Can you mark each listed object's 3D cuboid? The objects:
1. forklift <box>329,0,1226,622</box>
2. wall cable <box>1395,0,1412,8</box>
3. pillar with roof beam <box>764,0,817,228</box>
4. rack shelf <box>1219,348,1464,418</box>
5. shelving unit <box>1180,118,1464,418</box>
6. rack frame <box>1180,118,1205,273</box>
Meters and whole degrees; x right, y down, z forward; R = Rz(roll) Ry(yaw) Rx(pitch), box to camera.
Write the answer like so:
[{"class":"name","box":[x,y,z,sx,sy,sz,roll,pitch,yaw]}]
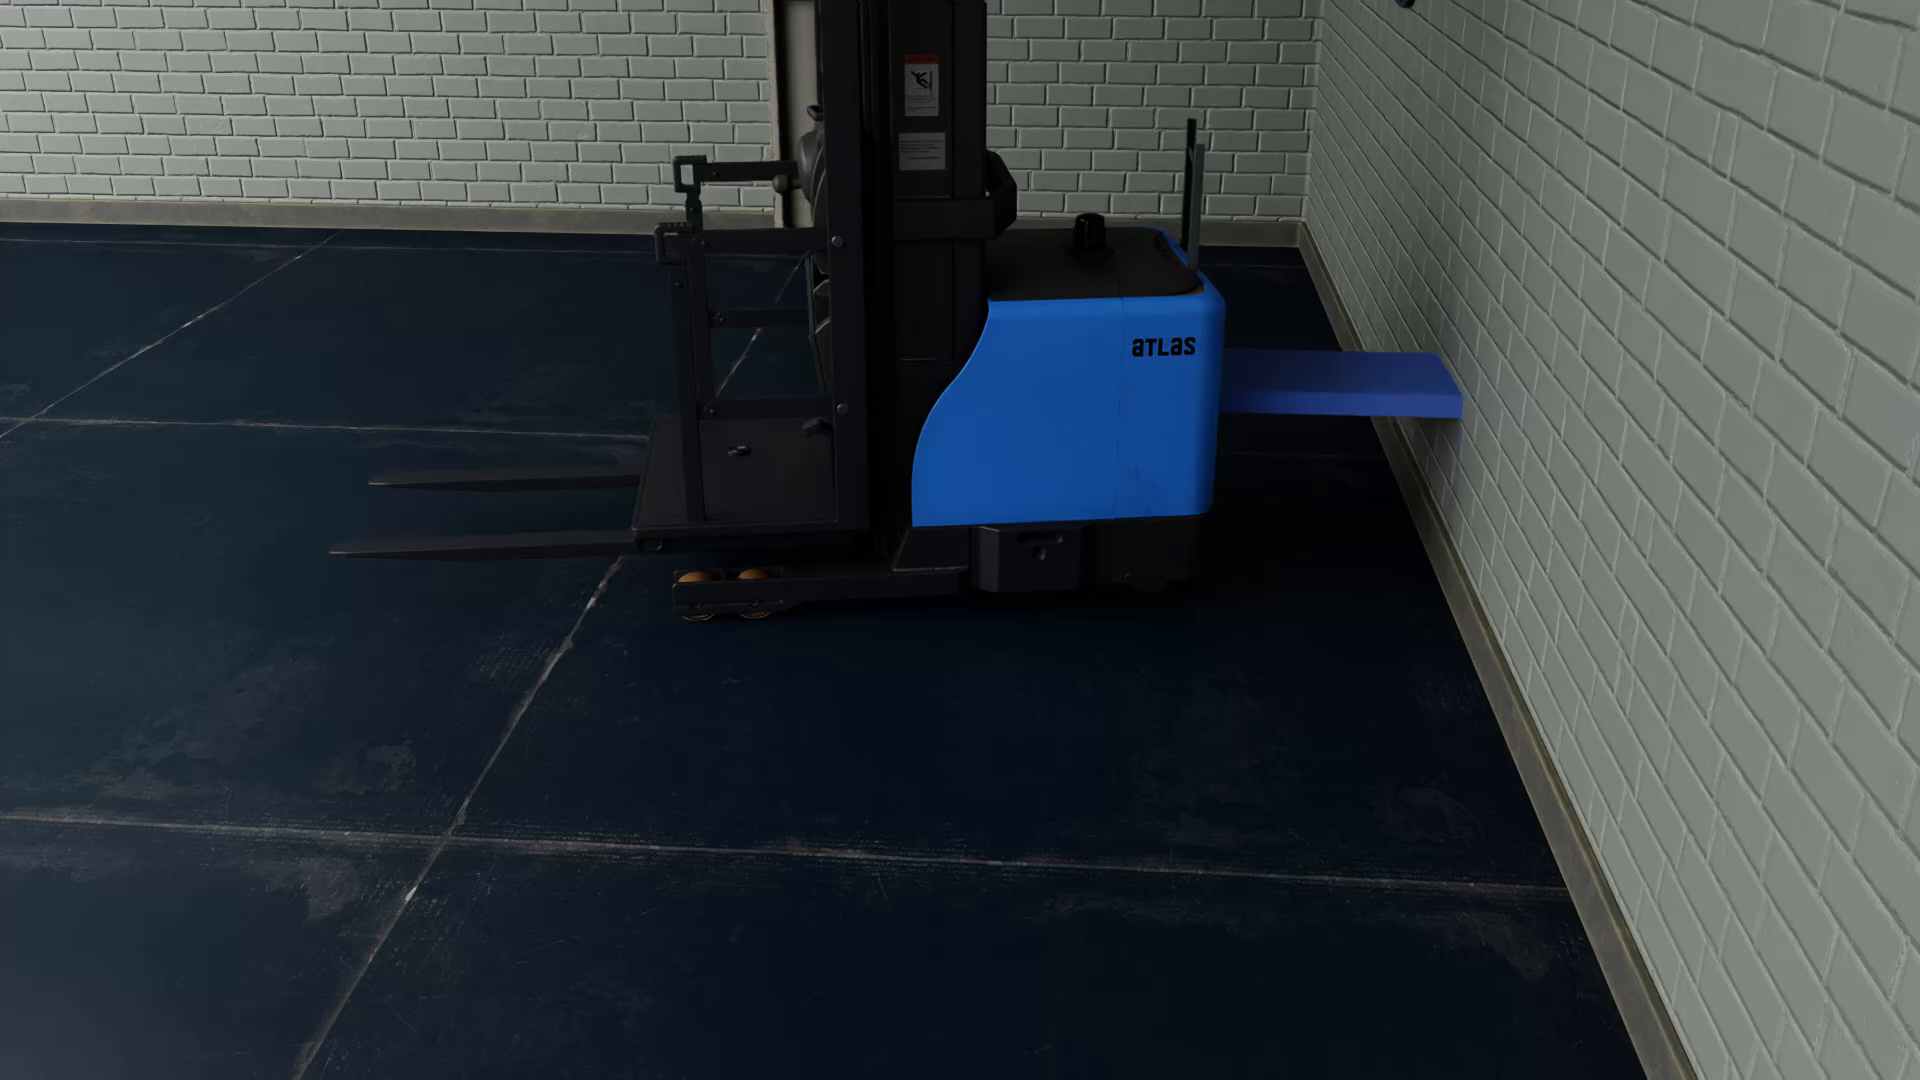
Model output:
[{"class":"forklift","box":[-0.662,-1.286,5.538,3.031,2.935,1.130,-2,25,-5]},{"class":"wall cable","box":[1.926,-3.858,7.584,0.112,2.526,3.097,2,25,4]},{"class":"pillar with roof beam","box":[-1.240,-4.120,4.439,0.400,9.000,9.100,2,25,4]},{"class":"rack shelf","box":[1.314,-0.538,6.050,1.000,0.185,0.538,2,24,4]},{"class":"shelving unit","box":[1.315,-0.702,5.977,1.048,1.500,0.538,2,24,4]},{"class":"rack frame","box":[0.808,-0.718,6.009,0.032,1.500,0.500,2,24,4]}]
